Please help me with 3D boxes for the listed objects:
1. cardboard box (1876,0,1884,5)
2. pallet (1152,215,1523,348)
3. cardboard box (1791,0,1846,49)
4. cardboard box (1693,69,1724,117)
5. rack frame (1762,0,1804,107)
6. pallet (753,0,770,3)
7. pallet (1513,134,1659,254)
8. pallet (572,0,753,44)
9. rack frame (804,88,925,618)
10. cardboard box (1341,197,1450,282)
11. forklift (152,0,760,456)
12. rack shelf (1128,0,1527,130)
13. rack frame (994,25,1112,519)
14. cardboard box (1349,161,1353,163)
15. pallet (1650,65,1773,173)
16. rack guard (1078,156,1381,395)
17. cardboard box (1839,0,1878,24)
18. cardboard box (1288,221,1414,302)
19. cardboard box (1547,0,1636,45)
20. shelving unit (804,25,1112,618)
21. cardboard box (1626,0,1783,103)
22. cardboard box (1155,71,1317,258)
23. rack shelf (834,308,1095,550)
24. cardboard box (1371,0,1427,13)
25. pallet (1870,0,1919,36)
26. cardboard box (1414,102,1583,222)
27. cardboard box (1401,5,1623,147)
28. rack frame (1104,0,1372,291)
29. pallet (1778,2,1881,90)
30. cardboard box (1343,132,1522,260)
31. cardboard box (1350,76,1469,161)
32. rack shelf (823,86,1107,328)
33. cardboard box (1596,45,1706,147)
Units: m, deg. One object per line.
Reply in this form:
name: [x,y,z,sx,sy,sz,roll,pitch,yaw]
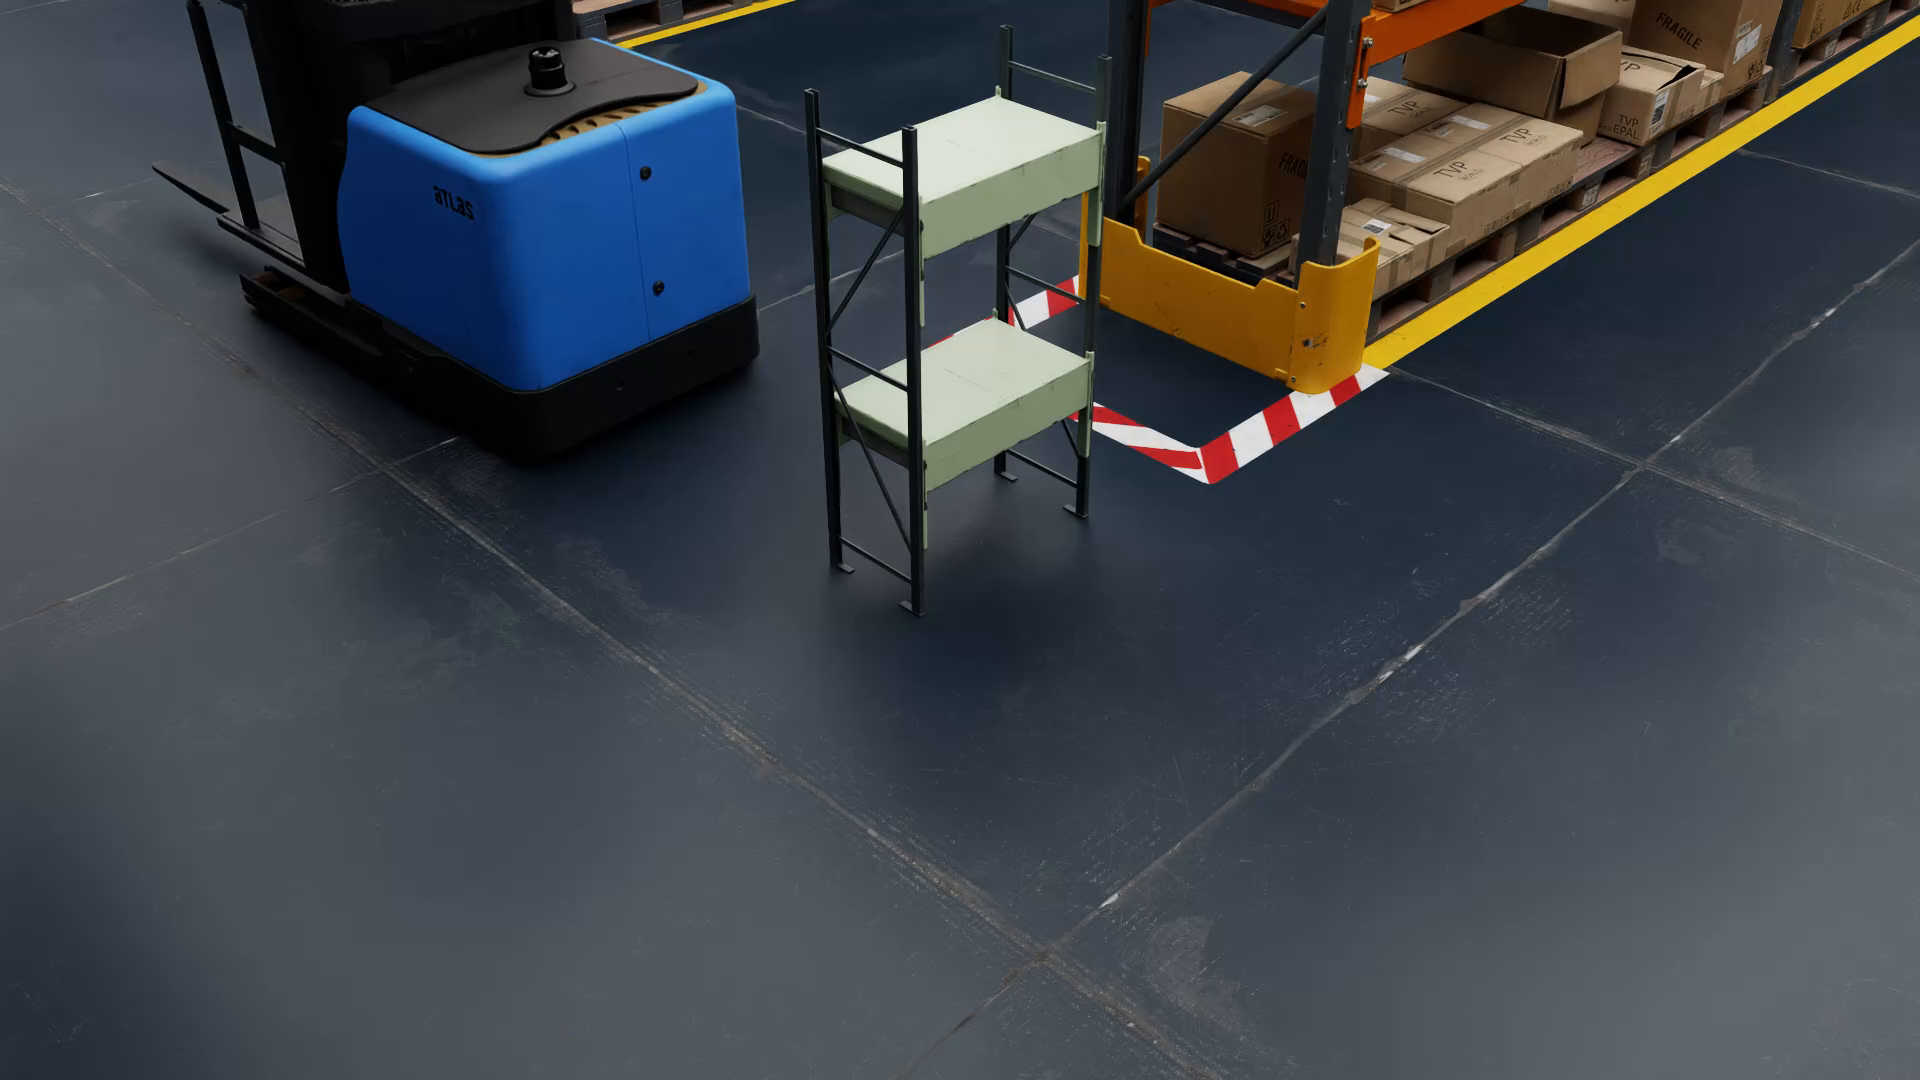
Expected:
cardboard box: [4.984,-3.312,9.177,0.500,0.500,0.500,-29,44,-35]
pallet: [1.542,-1.225,6.822,1.003,0.211,1.213,30,45,35]
cardboard box: [4.259,-2.891,8.573,0.500,0.500,0.500,27,43,33]
cardboard box: [3.324,-2.126,7.785,0.380,0.149,0.250,30,45,35]
rack frame: [3.745,-3.637,7.843,1.000,3.000,0.127,30,45,35]
pallet: [-1.117,-3.680,10.342,1.003,0.211,1.213,30,45,35]
pallet: [2.401,-1.717,7.528,1.003,0.211,1.213,30,45,35]
pallet: [-1.977,-3.187,9.635,1.003,0.211,1.213,30,45,35]
rack frame: [-0.253,-0.469,4.612,0.400,1.500,0.023,30,45,35]
cardboard box: [1.642,-1.165,6.390,0.380,0.166,0.250,30,45,35]
forklift: [-2.162,-2.204,5.848,3.031,2.935,1.130,28,43,34]
rack shelf: [2.336,-2.530,6.885,1.077,0.370,4.000,30,45,35]
rack frame: [0.263,-0.766,5.038,0.400,1.500,0.023,30,45,35]
cardboard box: [1.485,-1.480,6.842,0.380,0.166,0.250,30,45,35]
pallet: [3.261,-2.215,8.242,1.003,0.211,1.213,30,45,35]
rack guard: [0.981,-1.019,6.274,1.175,0.500,0.348,30,45,35]
cardboard box: [4.627,-3.112,8.890,0.500,0.500,0.500,-29,44,-35]
cardboard box: [1.466,-1.056,6.250,0.380,0.149,0.250,30,45,35]
cardboard box: [3.296,-2.632,8.367,0.500,0.311,0.500,30,45,35]
shelving unit: [0.005,-0.618,4.825,0.431,1.500,0.755,30,45,35]
cardboard box: [3.545,-2.447,7.937,0.500,0.500,0.500,30,45,35]
cardboard box: [1.135,-1.489,6.563,0.500,0.500,0.500,30,45,35]
rack shelf: [0.005,-0.350,5.011,0.431,0.370,0.720,30,45,35]
cardboard box: [1.427,-2.129,5.592,0.500,0.500,0.500,-29,44,-35]
pallet: [5.151,-3.337,9.850,1.003,0.211,1.213,30,45,35]
cardboard box: [2.216,-1.579,6.910,0.500,0.250,0.500,30,45,35]
cardboard box: [2.425,-2.029,7.335,0.797,0.503,0.637,30,45,35]
rack frame: [0.927,-2.014,5.515,1.000,3.000,0.127,30,45,35]
pallet: [4.292,-2.839,9.136,1.003,0.211,1.213,30,45,35]
cardboard box: [1.864,-1.376,6.619,0.500,0.250,0.500,30,45,35]
cardboard box: [1.826,-1.760,7.170,0.500,0.250,0.500,30,45,35]
rack shelf: [0.005,-0.938,4.602,0.431,0.370,0.720,30,45,35]
cardboard box: [3.017,-2.065,7.555,0.500,0.311,0.500,30,45,35]
